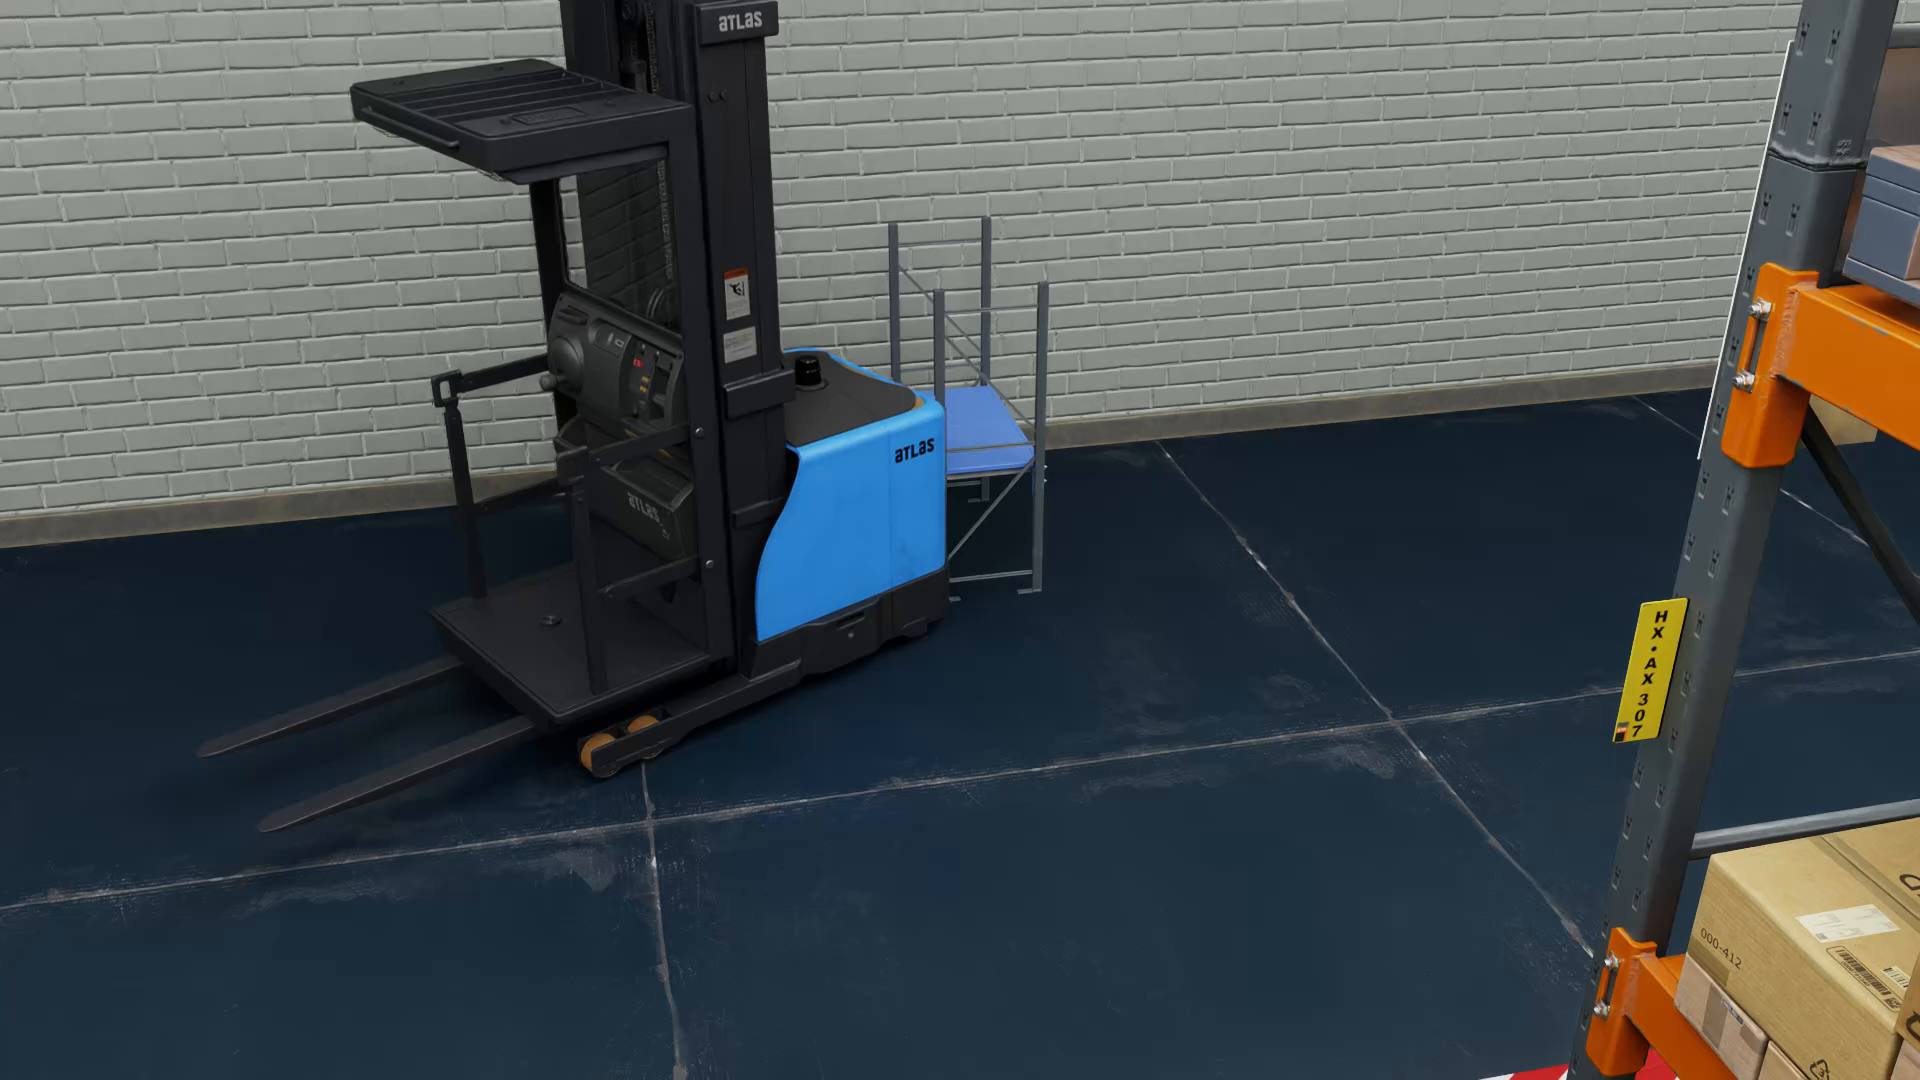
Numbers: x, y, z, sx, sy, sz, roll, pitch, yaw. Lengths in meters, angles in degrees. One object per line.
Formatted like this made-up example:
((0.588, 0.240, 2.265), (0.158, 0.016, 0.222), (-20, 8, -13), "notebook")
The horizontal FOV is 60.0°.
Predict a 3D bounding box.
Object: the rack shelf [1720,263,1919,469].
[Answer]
((2.381, 0.494, 1.413), (1.077, 0.370, 4.000), (-6, 27, -12), "rack shelf")

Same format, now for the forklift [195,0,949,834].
((-1.492, -0.657, 6.299), (3.031, 2.935, 1.130), (-21, 34, -36), "forklift")

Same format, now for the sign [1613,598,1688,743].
((1.388, 0.265, 3.347), (0.100, 0.325, 0.005), (-6, 27, -12), "sign")

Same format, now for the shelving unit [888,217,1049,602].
((0.019, -0.632, 7.838), (0.538, 1.500, 1.048), (-6, 27, -12), "shelving unit")

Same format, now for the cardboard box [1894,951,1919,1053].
((1.888, 0.691, 2.557), (0.500, 0.500, 0.500), (-7, 28, -13), "cardboard box")

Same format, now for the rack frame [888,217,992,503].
((-0.095, -0.855, 8.280), (0.500, 1.500, 0.032), (-6, 27, -12), "rack frame")

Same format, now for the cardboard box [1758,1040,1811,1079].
((1.748, 1.047, 3.125), (0.380, 0.149, 0.250), (-6, 27, -12), "cardboard box")

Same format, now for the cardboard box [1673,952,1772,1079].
((1.688, 0.935, 3.347), (0.380, 0.149, 0.250), (-6, 27, -11), "cardboard box")

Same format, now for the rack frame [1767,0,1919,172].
((1.930, -2.045, 2.314), (1.000, 3.000, 0.127), (-6, 27, -12), "rack frame")

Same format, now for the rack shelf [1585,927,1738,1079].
((2.381, 1.833, 2.089), (1.077, 0.370, 4.000), (-6, 27, -12), "rack shelf")

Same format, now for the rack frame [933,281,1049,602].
((0.134, -0.409, 7.396), (0.500, 1.500, 0.032), (-6, 27, -12), "rack frame")

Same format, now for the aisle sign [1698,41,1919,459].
((1.621, -0.528, 3.082), (0.394, 0.787, 0.004), (-6, 27, -12), "aisle sign")

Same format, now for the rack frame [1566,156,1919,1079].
((1.930, 0.633, 3.666), (1.000, 3.000, 0.127), (-6, 27, -12), "rack frame")

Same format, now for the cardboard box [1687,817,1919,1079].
((1.775, 0.806, 3.161), (0.500, 0.250, 0.500), (-7, 28, -13), "cardboard box")

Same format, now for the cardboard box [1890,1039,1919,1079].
((1.899, 1.033, 2.710), (0.500, 0.250, 0.500), (-6, 27, -12), "cardboard box")

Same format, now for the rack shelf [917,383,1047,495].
((0.019, -0.472, 7.919), (0.538, 0.185, 1.000), (-6, 27, -12), "rack shelf")

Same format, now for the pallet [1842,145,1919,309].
((2.107, -0.341, 2.367), (1.003, 0.211, 1.213), (-6, 27, -12), "pallet")
